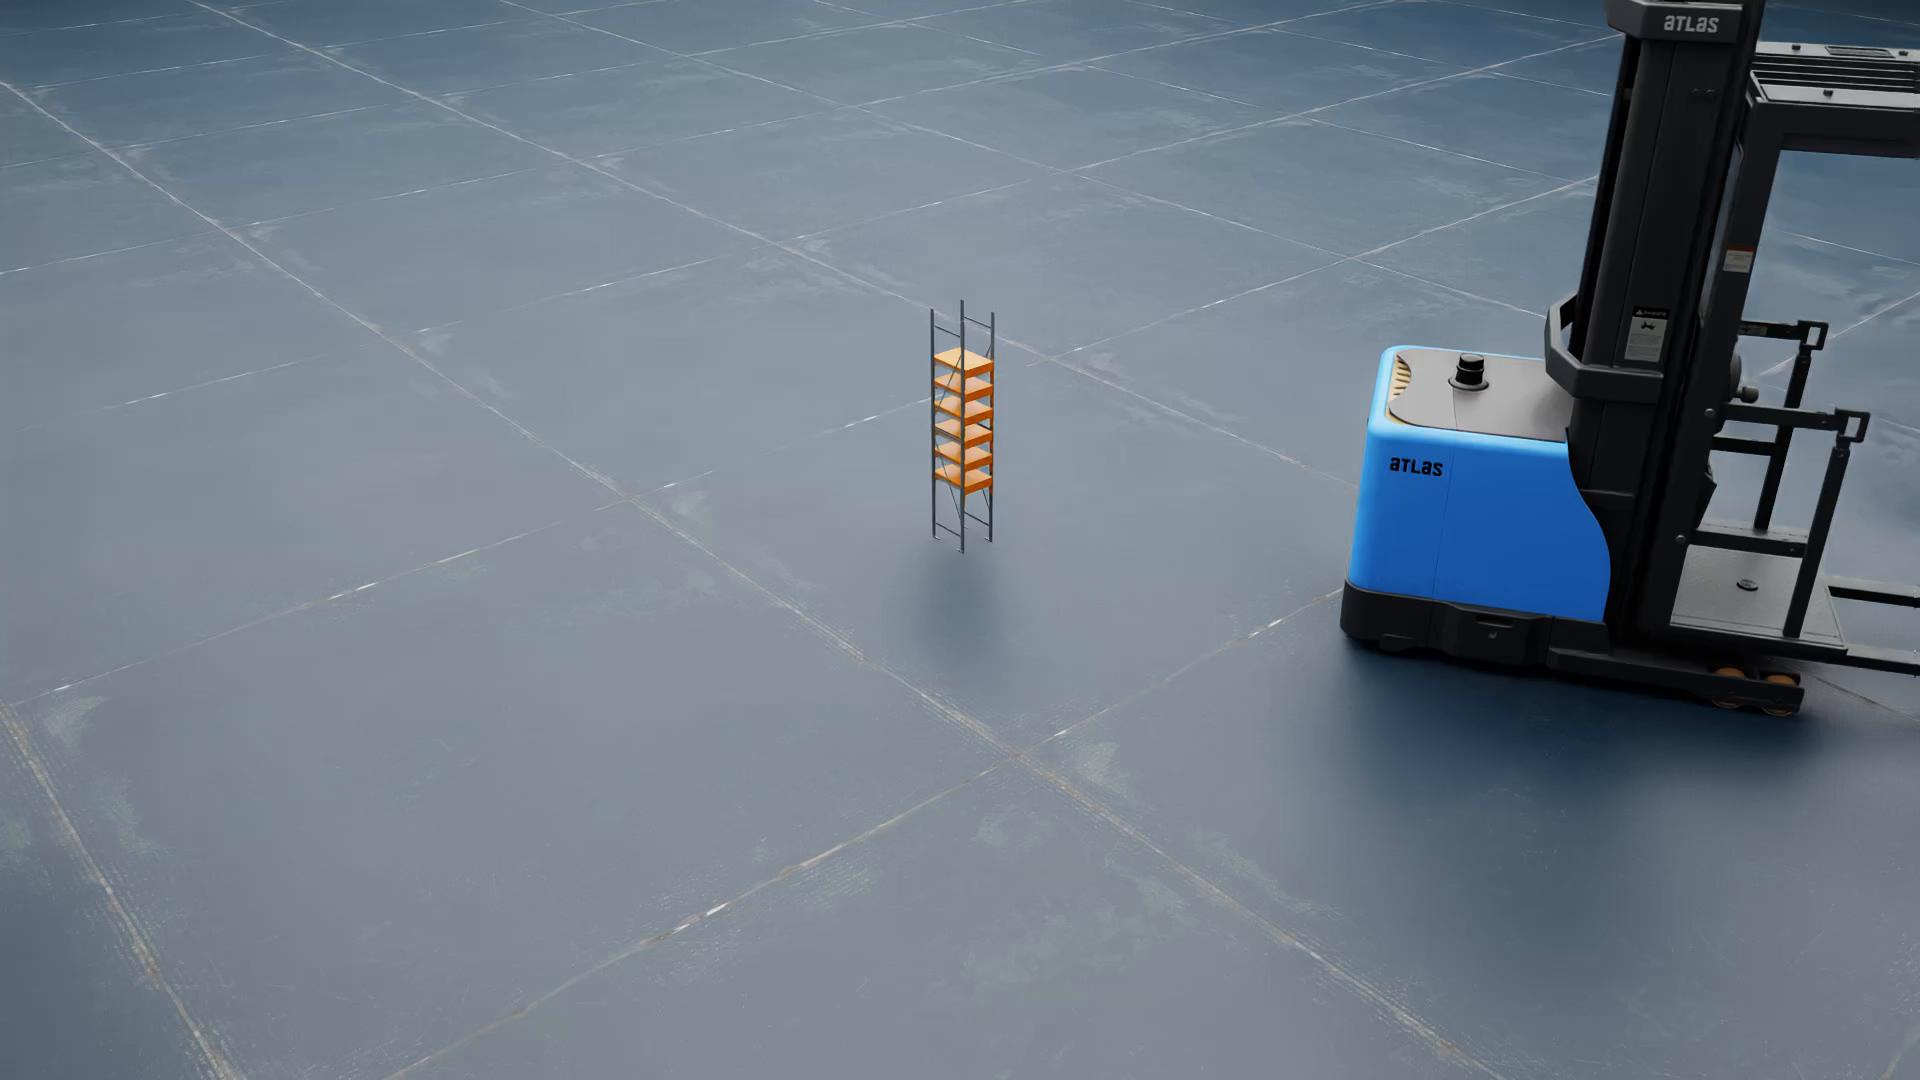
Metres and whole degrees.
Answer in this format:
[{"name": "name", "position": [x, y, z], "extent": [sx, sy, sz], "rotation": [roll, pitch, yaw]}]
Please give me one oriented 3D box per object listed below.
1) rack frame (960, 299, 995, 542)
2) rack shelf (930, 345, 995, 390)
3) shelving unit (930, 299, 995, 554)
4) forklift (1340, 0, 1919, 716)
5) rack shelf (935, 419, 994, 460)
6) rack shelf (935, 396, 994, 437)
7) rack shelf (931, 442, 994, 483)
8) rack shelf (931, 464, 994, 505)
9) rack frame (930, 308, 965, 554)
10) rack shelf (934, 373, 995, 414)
[{"name": "rack frame", "position": [0.081, -0.562, 8.028], "extent": [0.006, 1.200, 0.240], "rotation": [-22, 35, -35]}, {"name": "rack shelf", "position": [0.011, -0.812, 7.827], "extent": [0.180, 0.103, 0.258], "rotation": [-22, 35, -35]}, {"name": "shelving unit", "position": [0.011, -0.534, 7.975], "extent": [0.189, 1.200, 0.258], "rotation": [-22, 35, -35]}, {"name": "forklift", "position": [3.261, -0.844, 6.720], "extent": [3.031, 2.935, 1.130], "rotation": [8, 29, 14]}, {"name": "rack shelf", "position": [0.011, -0.494, 7.996], "extent": [0.180, 0.103, 0.258], "rotation": [-22, 35, -35]}, {"name": "rack shelf", "position": [0.011, -0.600, 7.940], "extent": [0.180, 0.103, 0.258], "rotation": [-22, 35, -35]}, {"name": "rack shelf", "position": [0.011, -0.389, 8.053], "extent": [0.180, 0.103, 0.258], "rotation": [-22, 35, -35]}, {"name": "rack shelf", "position": [0.011, -0.283, 8.110], "extent": [0.180, 0.103, 0.258], "rotation": [-22, 35, -35]}, {"name": "rack frame", "position": [-0.059, -0.506, 7.923], "extent": [0.006, 1.200, 0.240], "rotation": [-22, 35, -35]}, {"name": "rack shelf", "position": [0.011, -0.706, 7.883], "extent": [0.180, 0.103, 0.258], "rotation": [-22, 35, -35]}]
